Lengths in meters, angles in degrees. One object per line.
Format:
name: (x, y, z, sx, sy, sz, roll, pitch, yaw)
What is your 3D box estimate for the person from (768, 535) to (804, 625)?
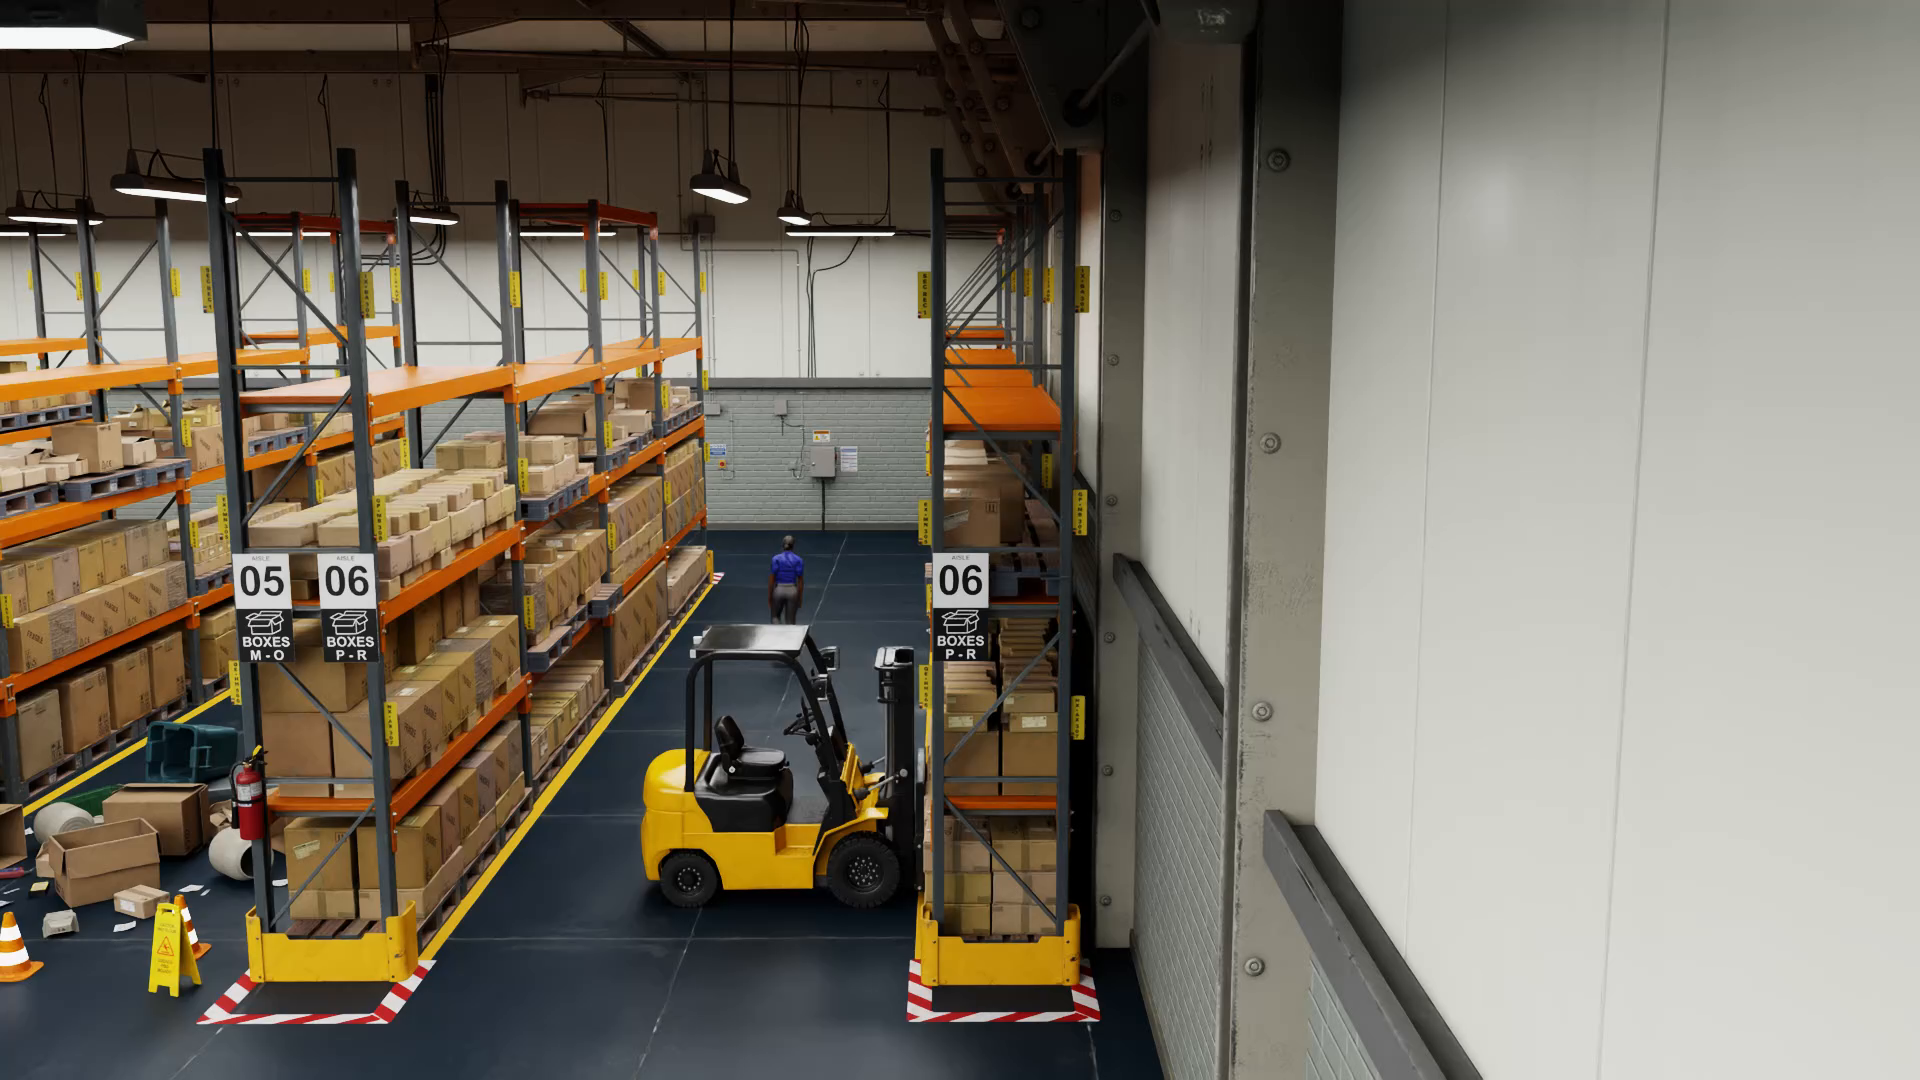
person: (-2.348, 0.764, 22.451, 0.491, 1.655, 0.449, -1, 9, -4)
